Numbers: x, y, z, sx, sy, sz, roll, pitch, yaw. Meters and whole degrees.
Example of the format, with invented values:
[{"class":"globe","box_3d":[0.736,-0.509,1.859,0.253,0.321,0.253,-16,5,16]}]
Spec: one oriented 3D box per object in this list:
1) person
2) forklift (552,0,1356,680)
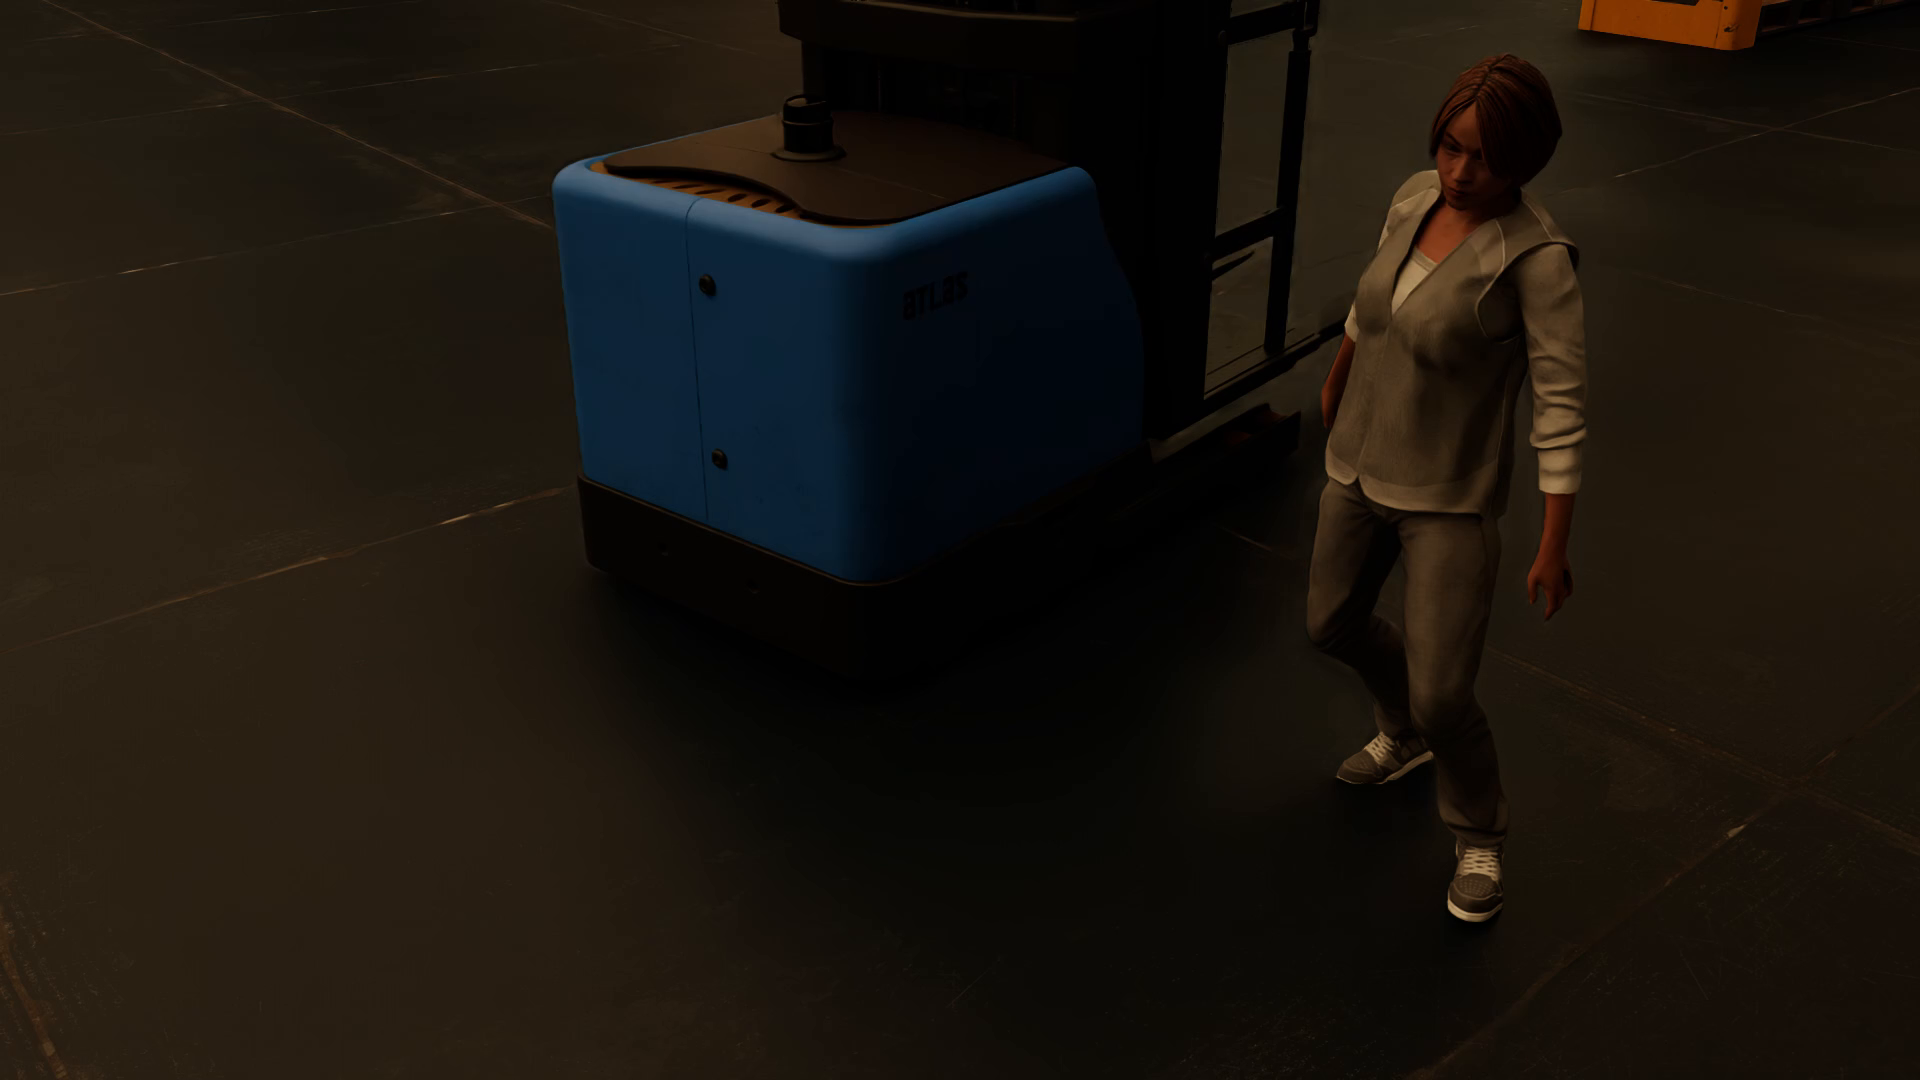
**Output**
[{"class":"person","box_3d":[0.890,-0.116,3.065,0.438,1.537,0.732,-12,29,-23]},{"class":"forklift","box_3d":[0.356,-1.586,4.401,1.130,2.935,3.031,20,32,34]}]
